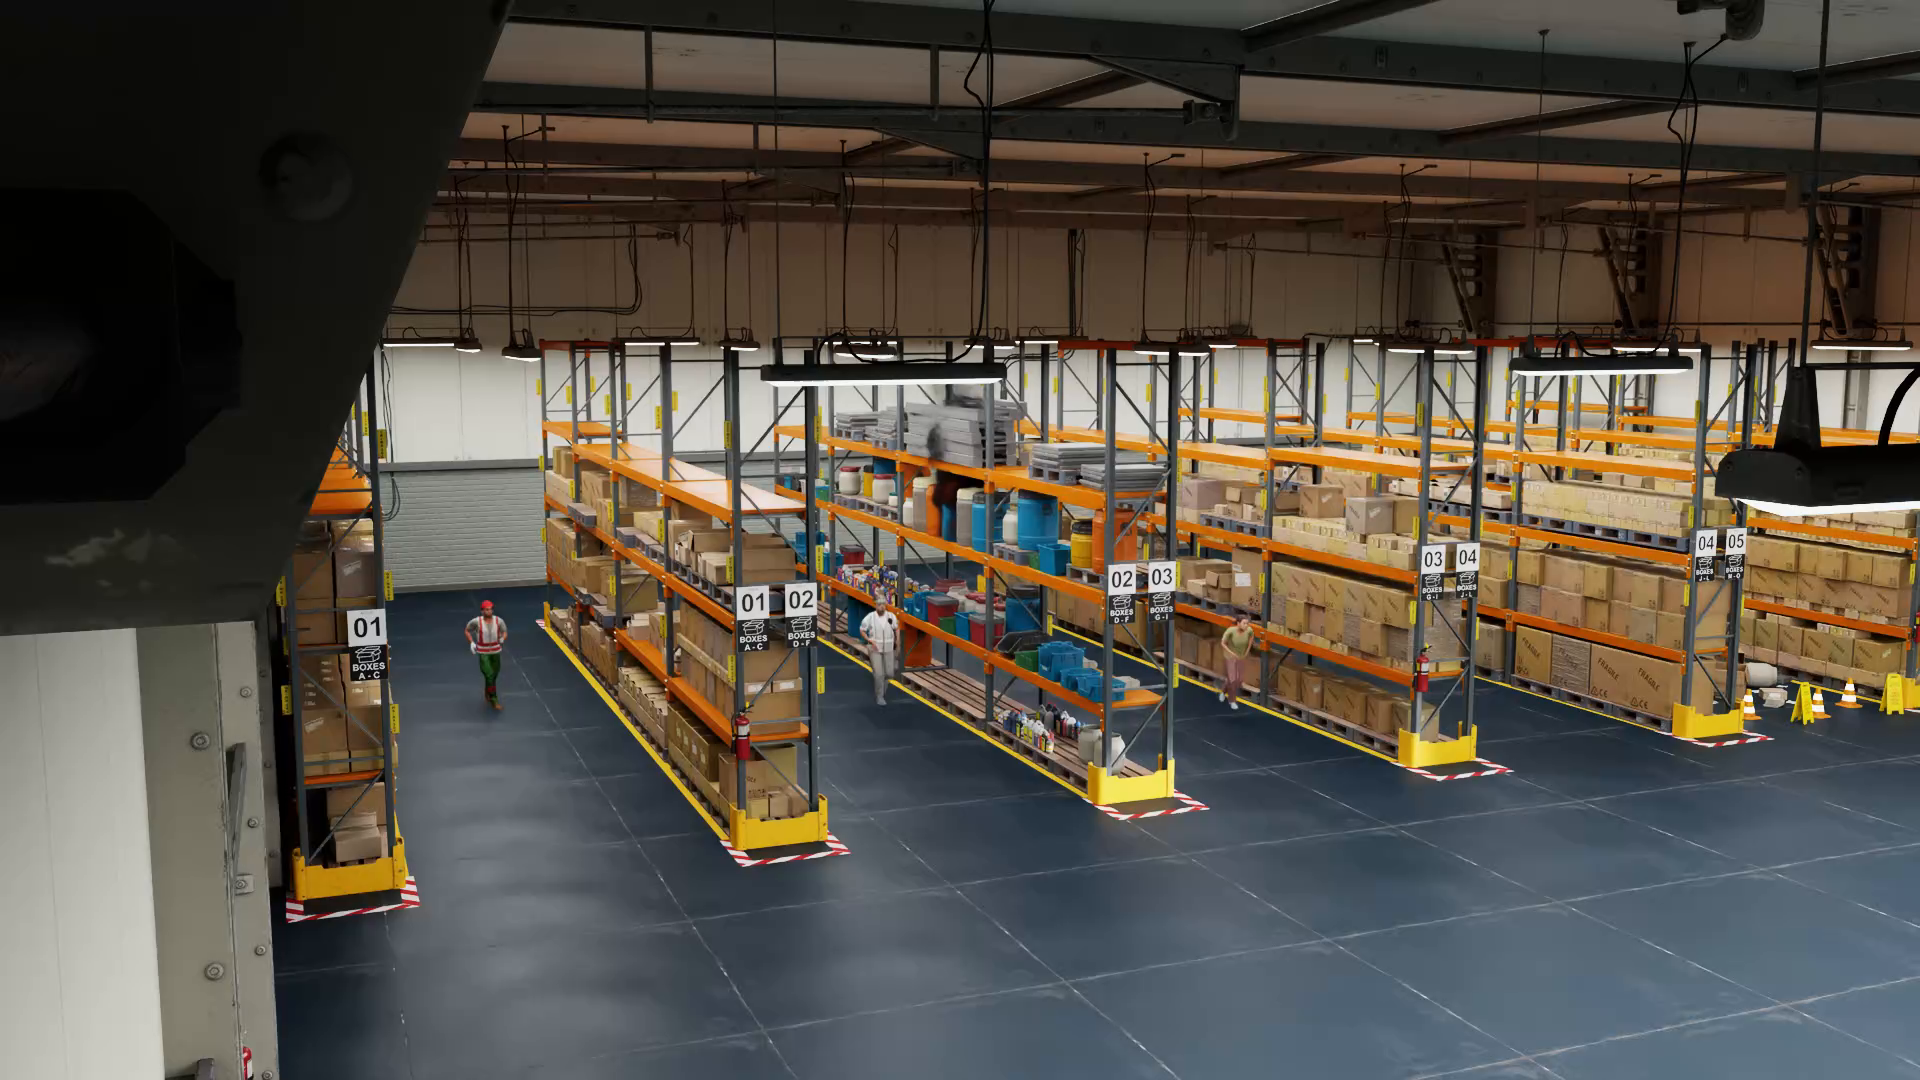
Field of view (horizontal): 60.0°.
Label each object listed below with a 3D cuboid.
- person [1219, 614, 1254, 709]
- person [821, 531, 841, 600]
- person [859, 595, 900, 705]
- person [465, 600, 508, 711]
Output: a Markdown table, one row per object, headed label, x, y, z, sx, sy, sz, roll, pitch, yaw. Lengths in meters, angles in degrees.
| label | x | y | z | sx | sy | sz | roll | pitch | yaw |
| --- | --- | --- | --- | --- | --- | --- | --- | --- | --- |
| person | 4.364 | 1.893 | 26.286 | 0.601 | 1.555 | 0.741 | -2 | 8 | -18 |
| person | -3.035 | 0.621 | 37.984 | 0.684 | 1.710 | 0.574 | -1 | 7 | -7 |
| person | -1.269 | 1.737 | 26.578 | 0.665 | 1.752 | 0.603 | -2 | 8 | -16 |
| person | -7.790 | 1.871 | 27.460 | 0.663 | 1.787 | 0.902 | -4 | 9 | -31 |
